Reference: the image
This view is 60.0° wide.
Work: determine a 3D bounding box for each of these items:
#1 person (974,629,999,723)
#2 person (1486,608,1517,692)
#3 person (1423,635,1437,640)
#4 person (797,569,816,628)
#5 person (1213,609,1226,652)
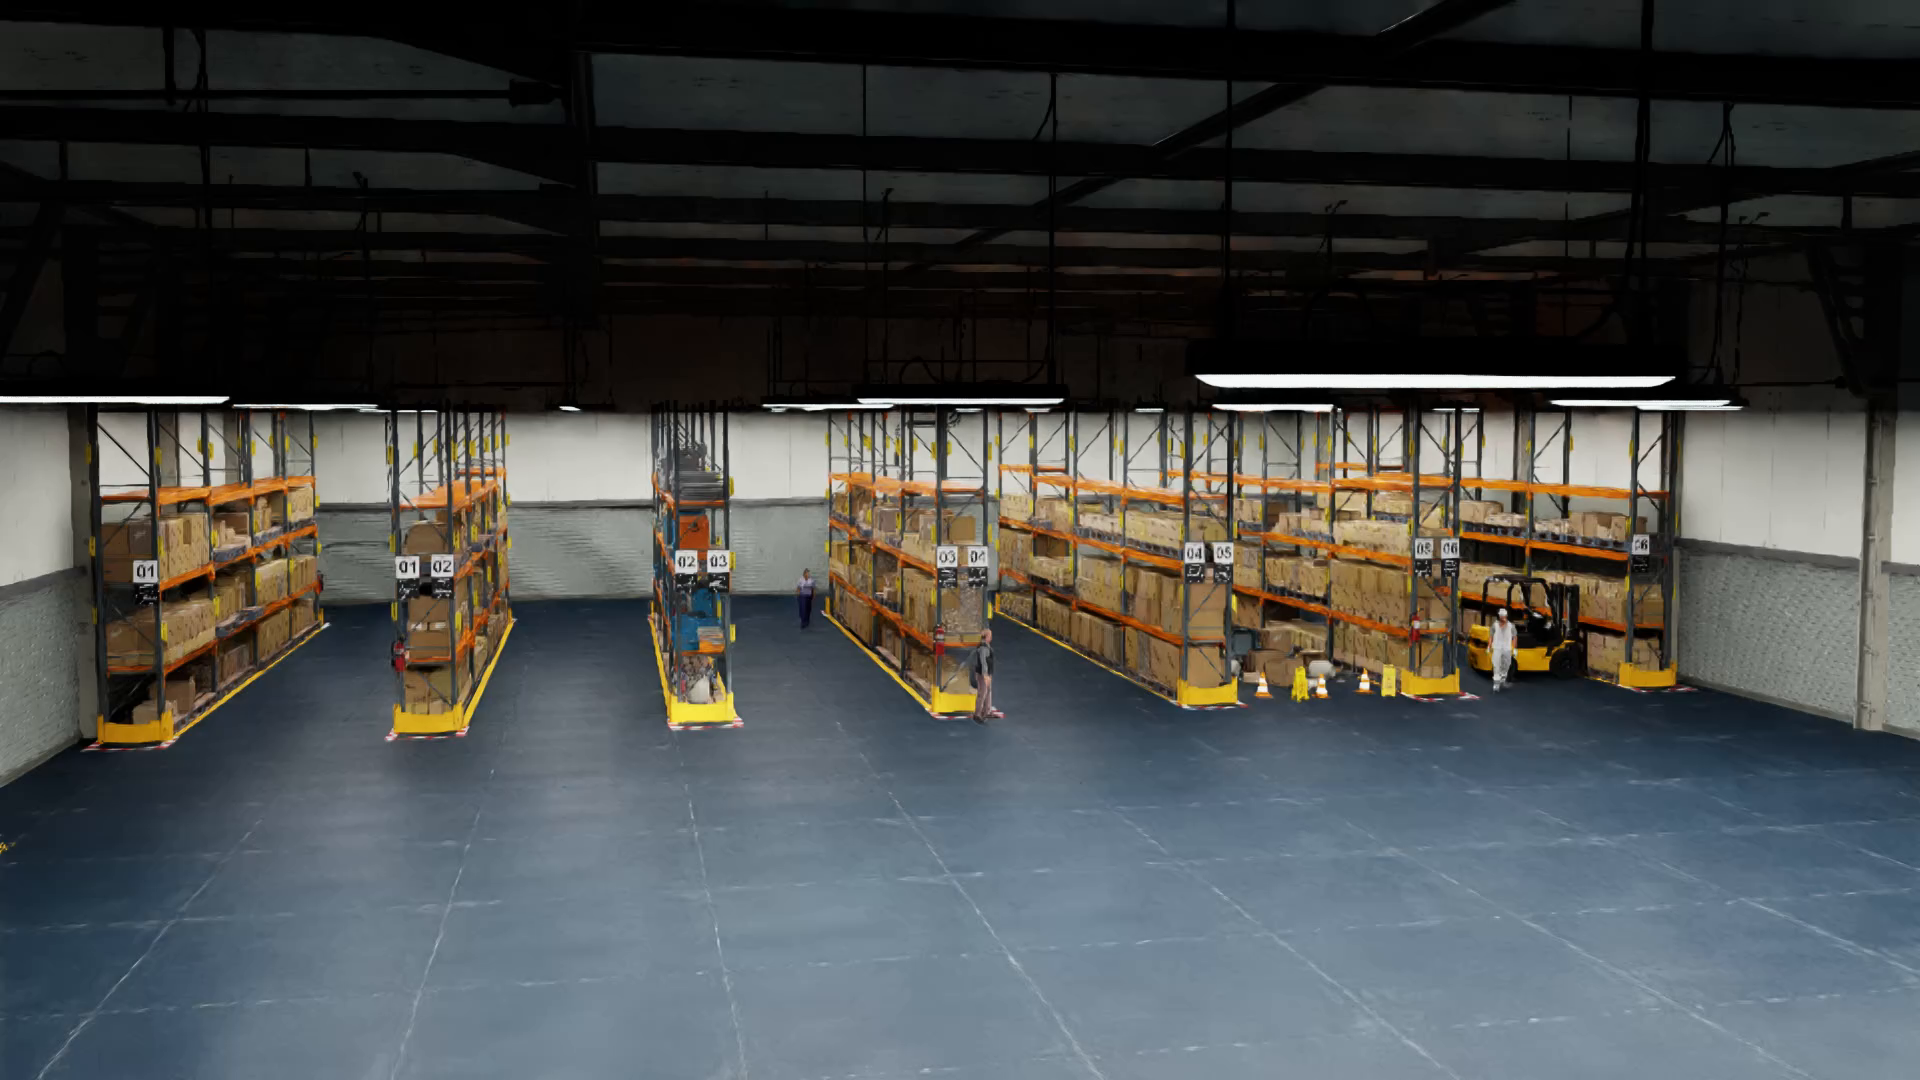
[{"bbox_3d":[0.483,2.512,31.001,0.428,1.725,0.615,1,4,10],"label":"person"},{"bbox_3d":[11.241,2.266,34.493,0.598,1.733,0.989,1,4,8],"label":"person"},{"bbox_3d":[11.178,1.876,39.782,0.564,1.666,0.563,1,4,17],"label":"person"},{"bbox_3d":[-4.119,1.554,44.709,0.479,1.563,1.064,-1,4,-14],"label":"person"},{"bbox_3d":[6.054,1.857,39.277,0.489,1.789,0.608,1,4,11],"label":"person"}]
